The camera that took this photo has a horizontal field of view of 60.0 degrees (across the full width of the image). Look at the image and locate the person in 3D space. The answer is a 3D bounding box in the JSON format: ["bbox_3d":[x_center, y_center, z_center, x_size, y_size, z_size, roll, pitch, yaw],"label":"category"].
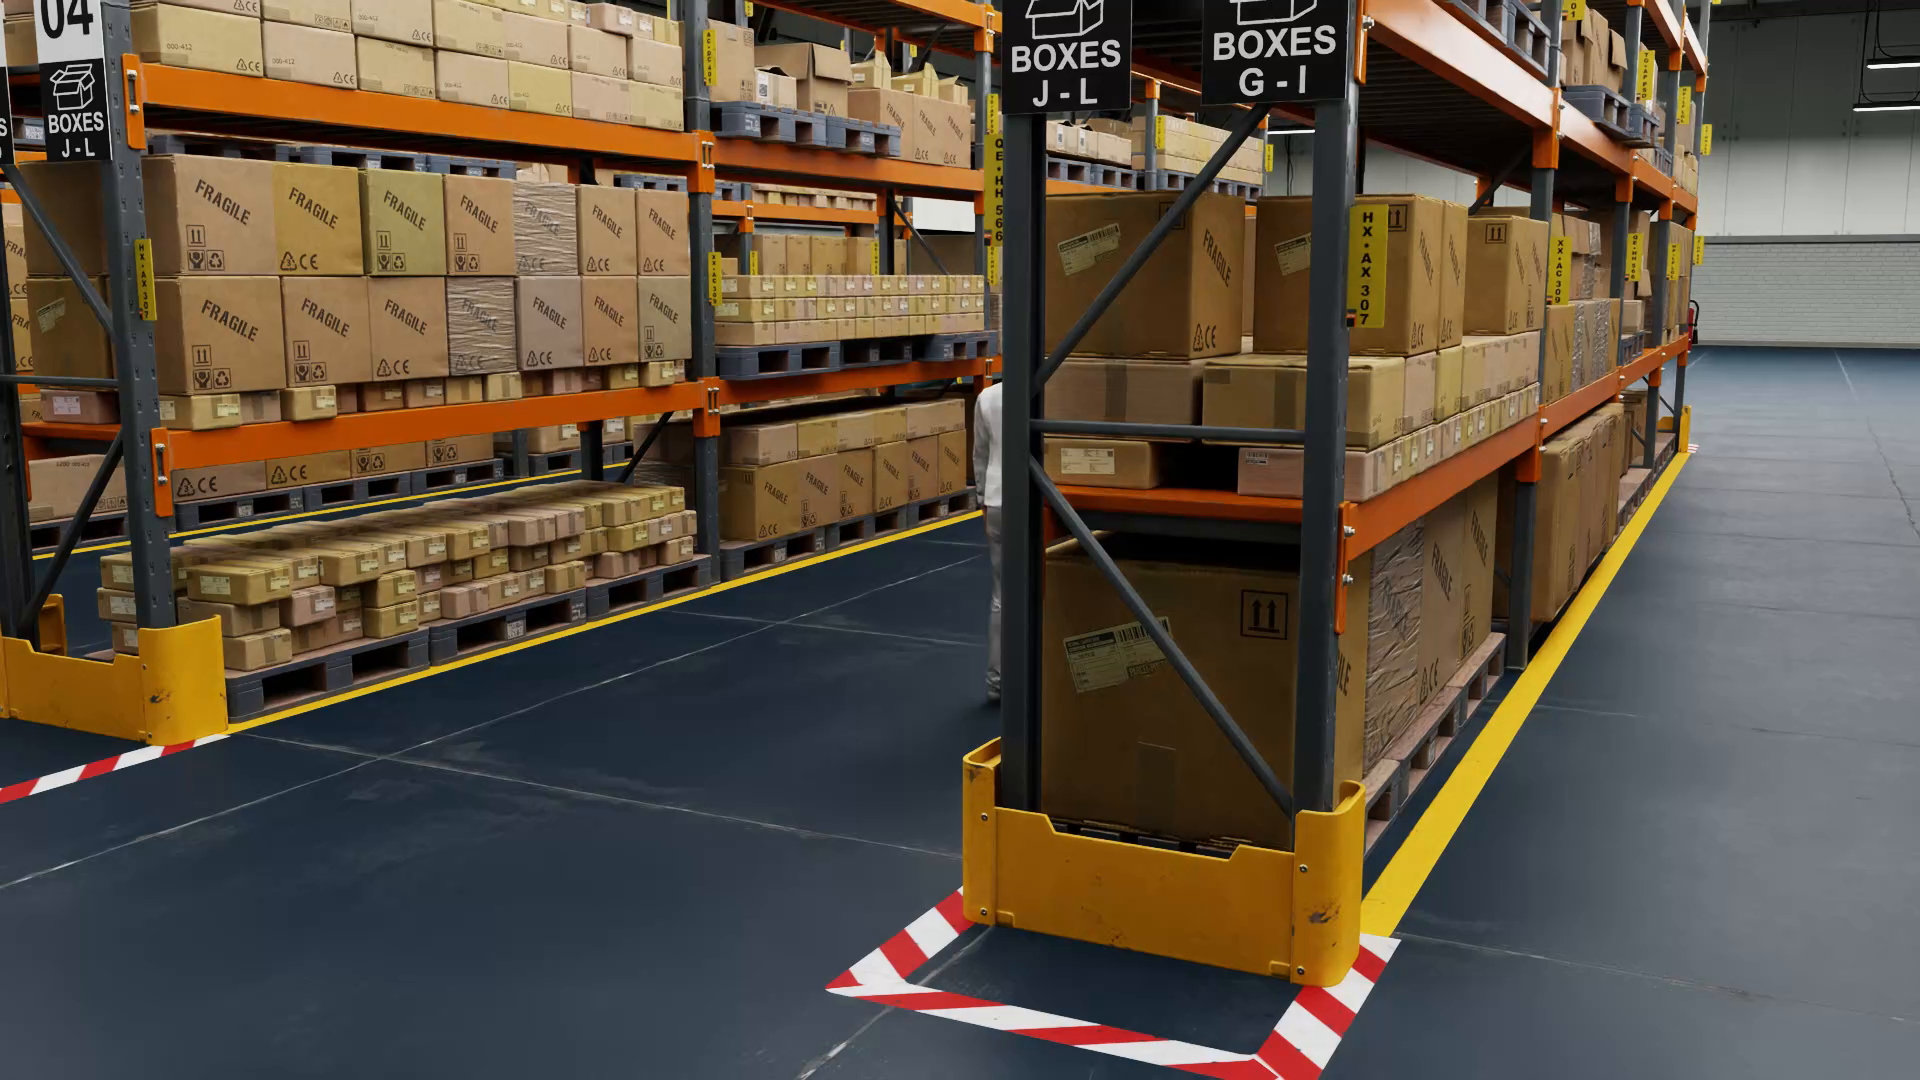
[{"bbox_3d":[0.316,-0.141,7.696,0.531,1.769,0.365,5,10,27],"label":"person"}]
